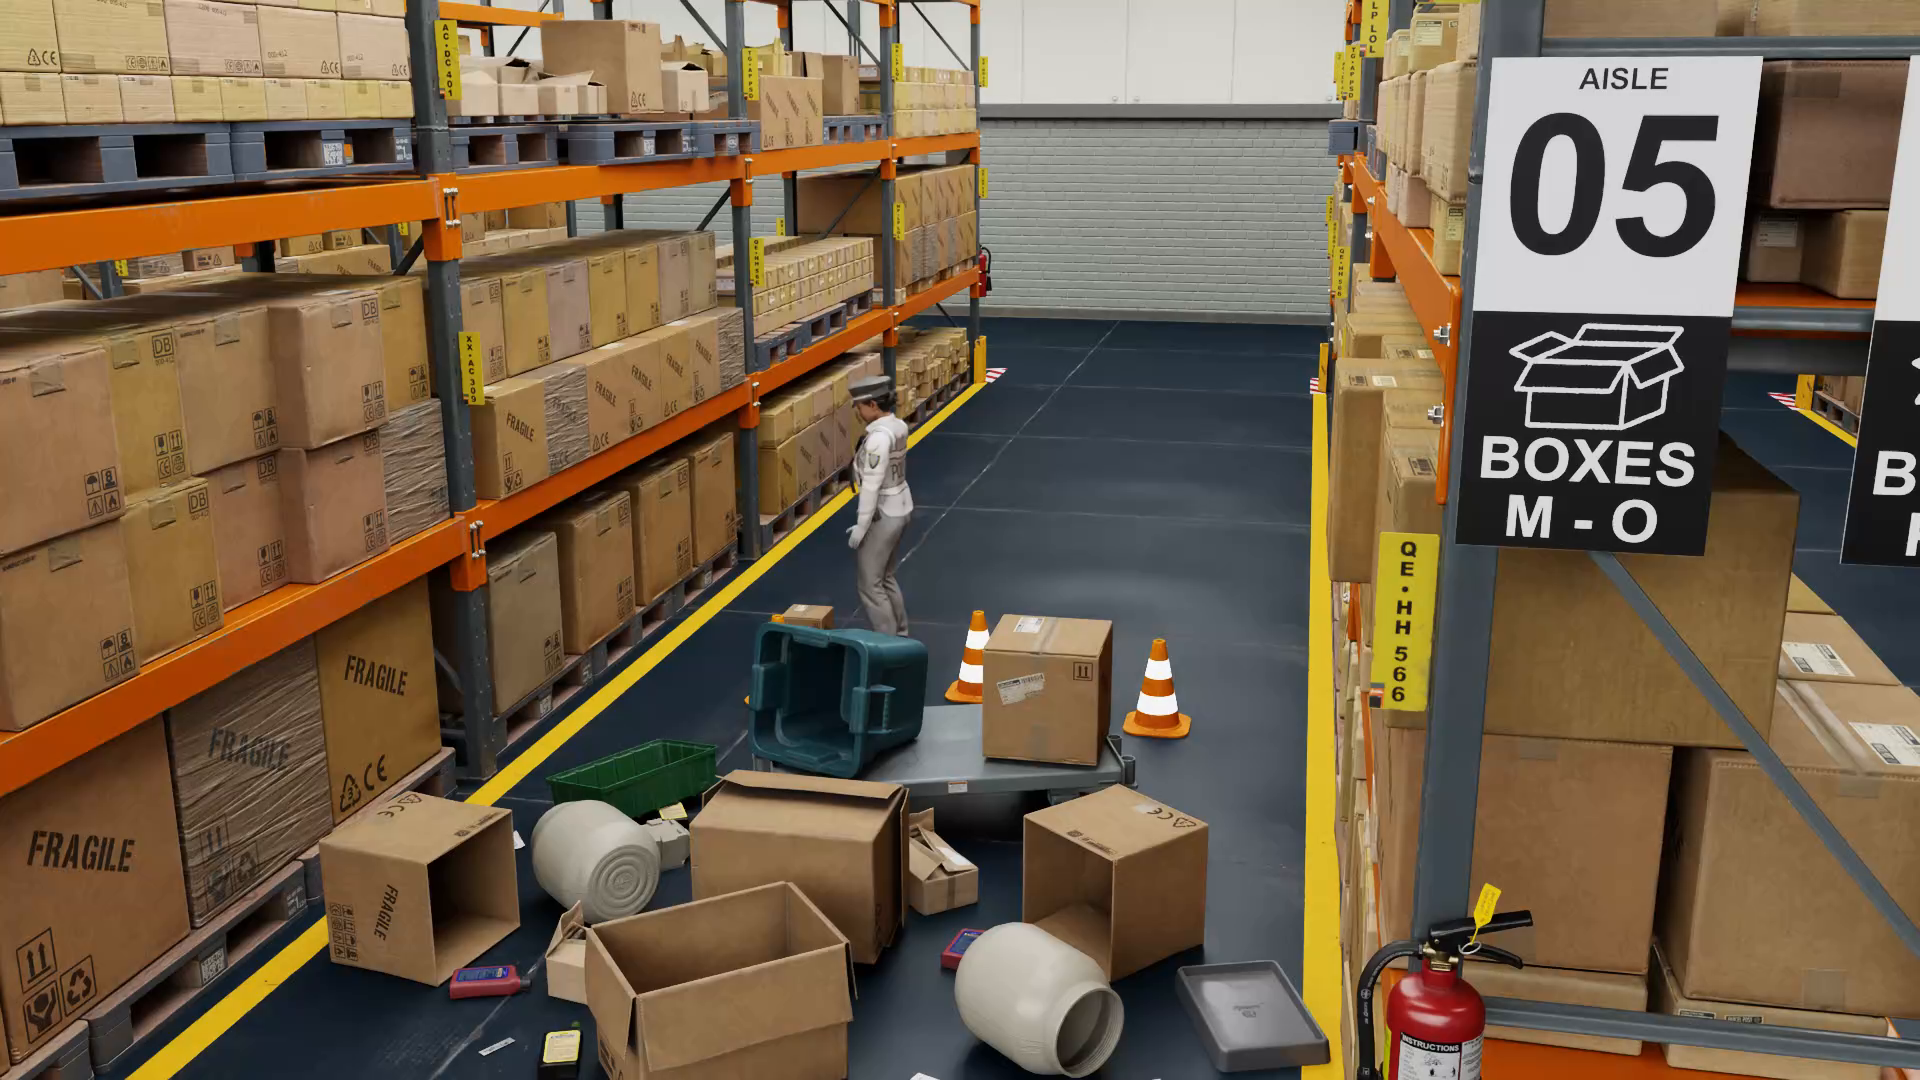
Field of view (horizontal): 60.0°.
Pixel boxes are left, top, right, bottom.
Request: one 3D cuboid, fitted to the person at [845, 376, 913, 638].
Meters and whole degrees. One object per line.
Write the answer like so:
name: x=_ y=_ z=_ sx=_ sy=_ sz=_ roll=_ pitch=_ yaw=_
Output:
person: x=-0.455 y=-0.102 z=9.441 sx=0.352 sy=1.660 sz=0.479 roll=3 pitch=15 yaw=12
